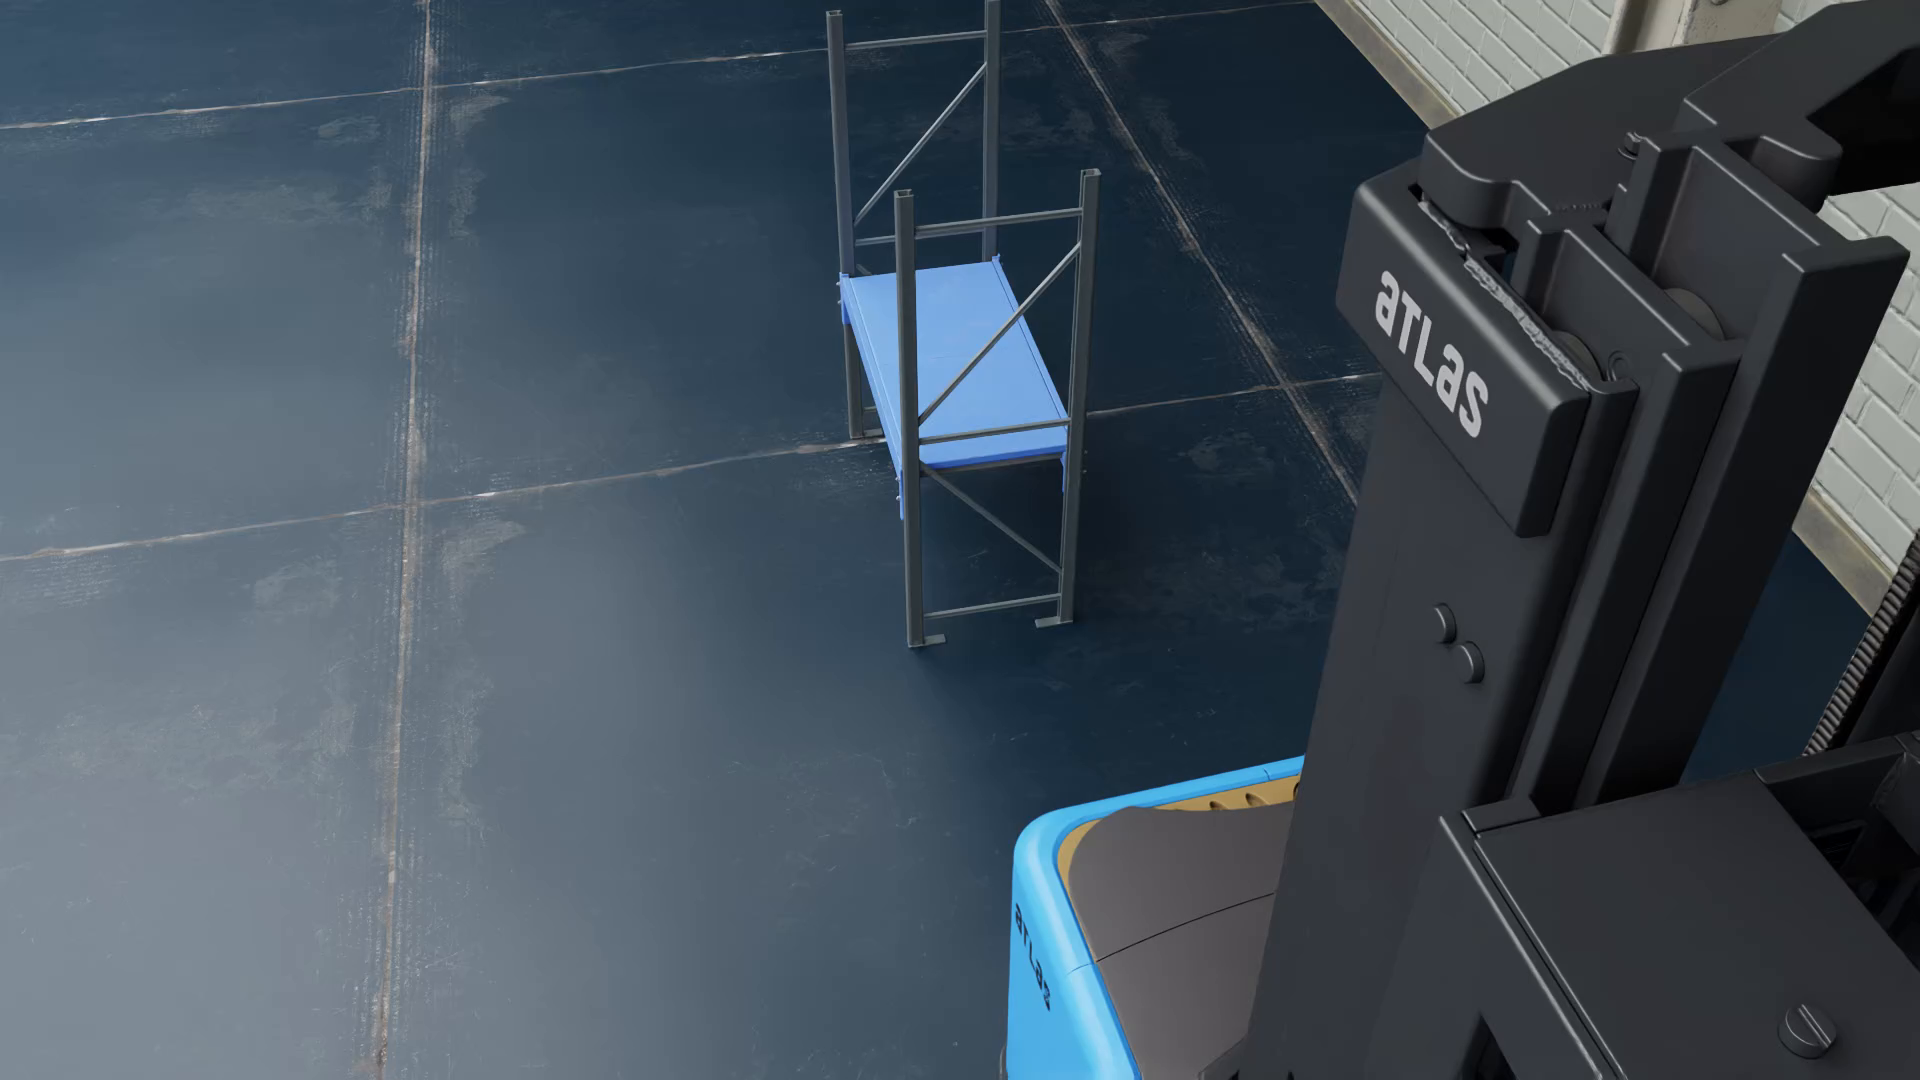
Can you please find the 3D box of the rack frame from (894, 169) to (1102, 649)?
[{"bbox_3d":[0.091,-0.287,4.443,0.500,1.500,0.032,-8,42,-9],"label":"rack frame"}]

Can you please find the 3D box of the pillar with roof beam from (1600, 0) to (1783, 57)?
[{"bbox_3d":[-1.905,-3.460,2.370,9.100,9.000,0.400,-8,42,-9],"label":"pillar with roof beam"}]

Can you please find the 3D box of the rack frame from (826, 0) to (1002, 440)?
[{"bbox_3d":[-0.128,-0.946,5.186,0.500,1.500,0.032,-8,42,-9],"label":"rack frame"}]

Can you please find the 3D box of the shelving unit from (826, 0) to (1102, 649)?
[{"bbox_3d":[-0.018,-0.616,4.814,0.538,1.500,1.048,-8,42,-9],"label":"shelving unit"}]

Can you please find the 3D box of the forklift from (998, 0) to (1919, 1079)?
[{"bbox_3d":[0.967,1.077,1.828,1.130,2.935,3.031,-10,43,-11],"label":"forklift"}]

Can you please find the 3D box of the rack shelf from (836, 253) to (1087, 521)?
[{"bbox_3d":[-0.018,-0.482,4.934,0.538,0.185,1.000,-8,42,-9],"label":"rack shelf"}]
